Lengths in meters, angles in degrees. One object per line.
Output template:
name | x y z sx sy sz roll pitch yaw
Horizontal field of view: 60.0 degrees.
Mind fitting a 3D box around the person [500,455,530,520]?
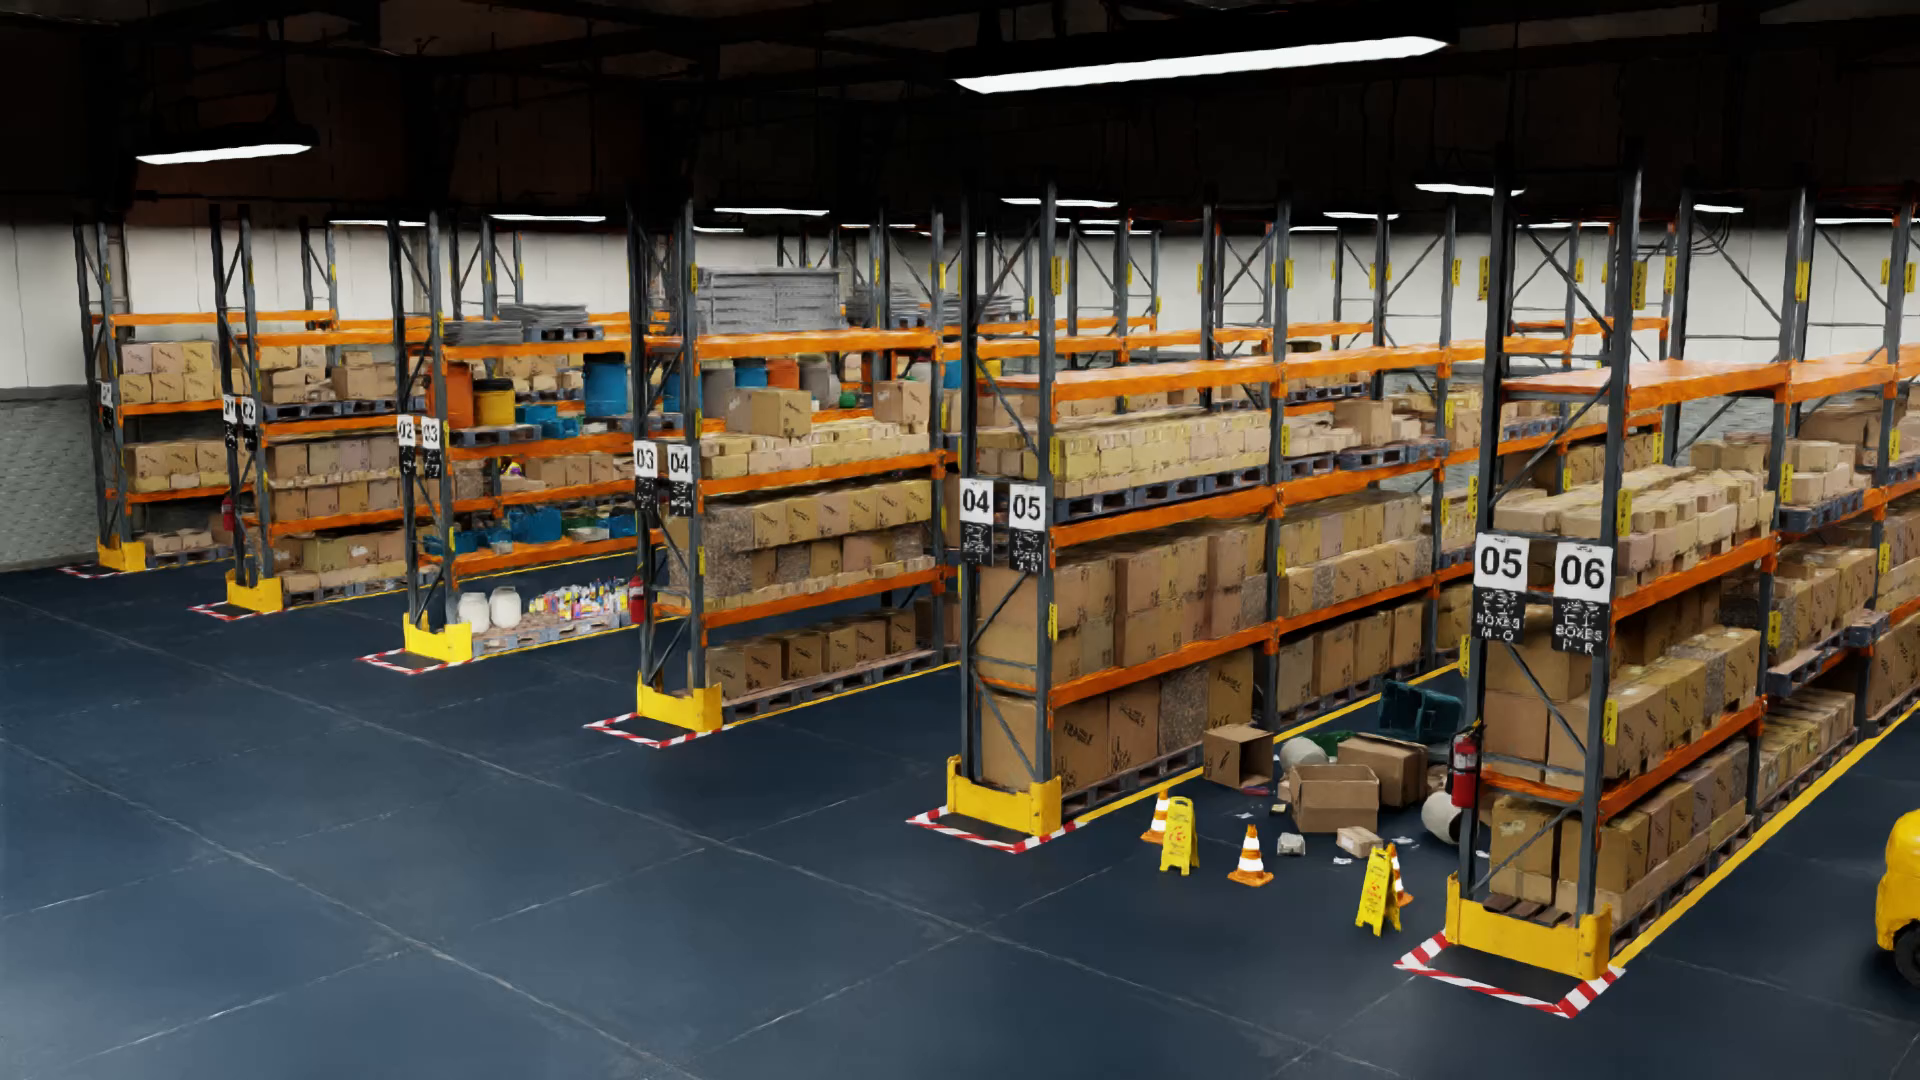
person | -8.430 -0.848 31.292 0.591 1.679 1.042 8 12 39
